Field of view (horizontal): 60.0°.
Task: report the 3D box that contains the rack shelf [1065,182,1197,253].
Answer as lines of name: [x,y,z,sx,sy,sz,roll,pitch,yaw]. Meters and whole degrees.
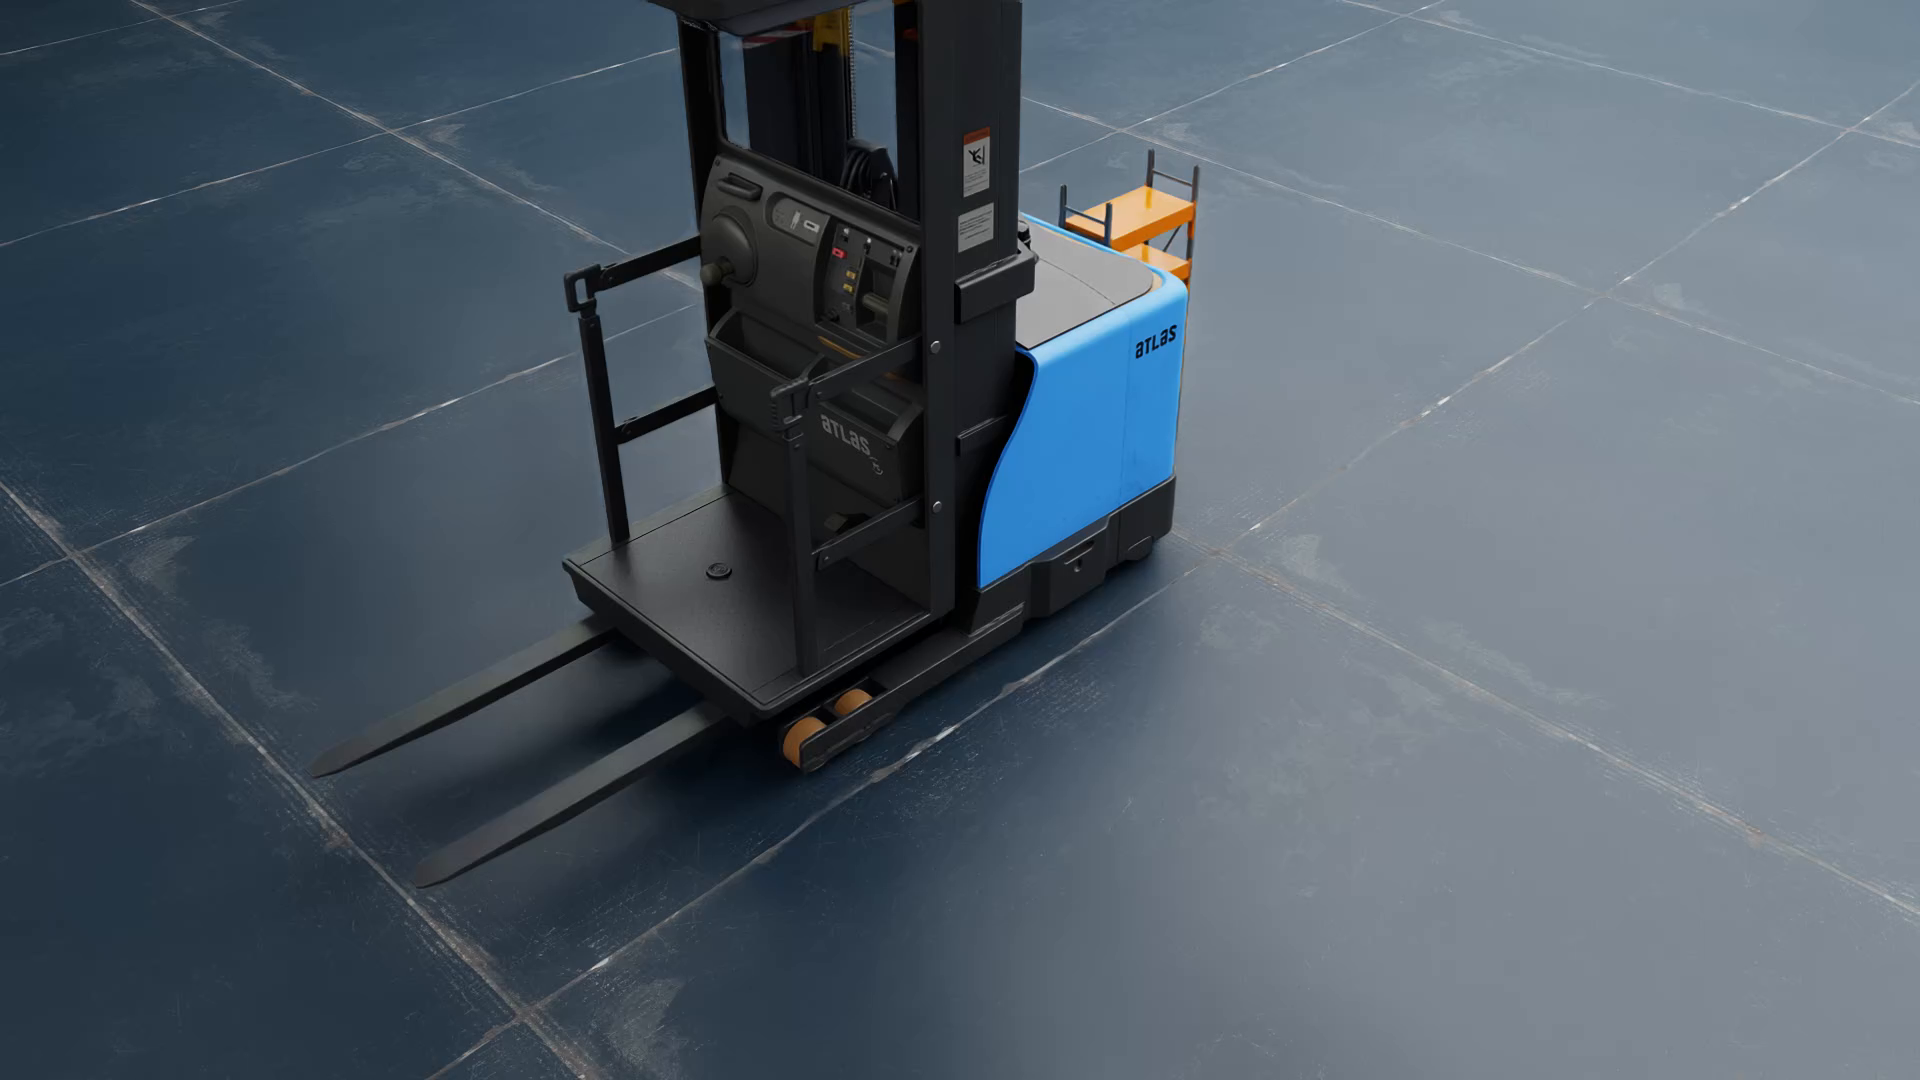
rack shelf: [0.624,-1.158,6.175,0.480,0.148,0.258,-29,44,-35]

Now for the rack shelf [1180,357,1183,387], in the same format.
rack shelf: [0.624,-0.618,6.552,0.480,0.148,0.258,-29,44,-35]

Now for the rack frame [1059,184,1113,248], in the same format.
rack frame: [0.449,-0.739,6.260,0.015,1.200,0.240,-29,44,-35]

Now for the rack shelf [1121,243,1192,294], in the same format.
rack shelf: [0.624,-0.964,6.310,0.480,0.148,0.258,-29,44,-35]

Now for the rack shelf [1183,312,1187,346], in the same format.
rack shelf: [0.624,-0.781,6.438,0.480,0.148,0.258,-29,44,-35]

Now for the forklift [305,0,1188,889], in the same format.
forklift: [-0.616,-0.815,4.856,3.031,2.935,1.130,-29,44,-35]

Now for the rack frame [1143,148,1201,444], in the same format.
rack frame: [0.799,-0.933,6.539,0.015,1.200,0.240,-29,44,-35]

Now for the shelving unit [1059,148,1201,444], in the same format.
shelving unit: [0.624,-0.836,6.400,0.503,1.200,0.258,-29,44,-35]
